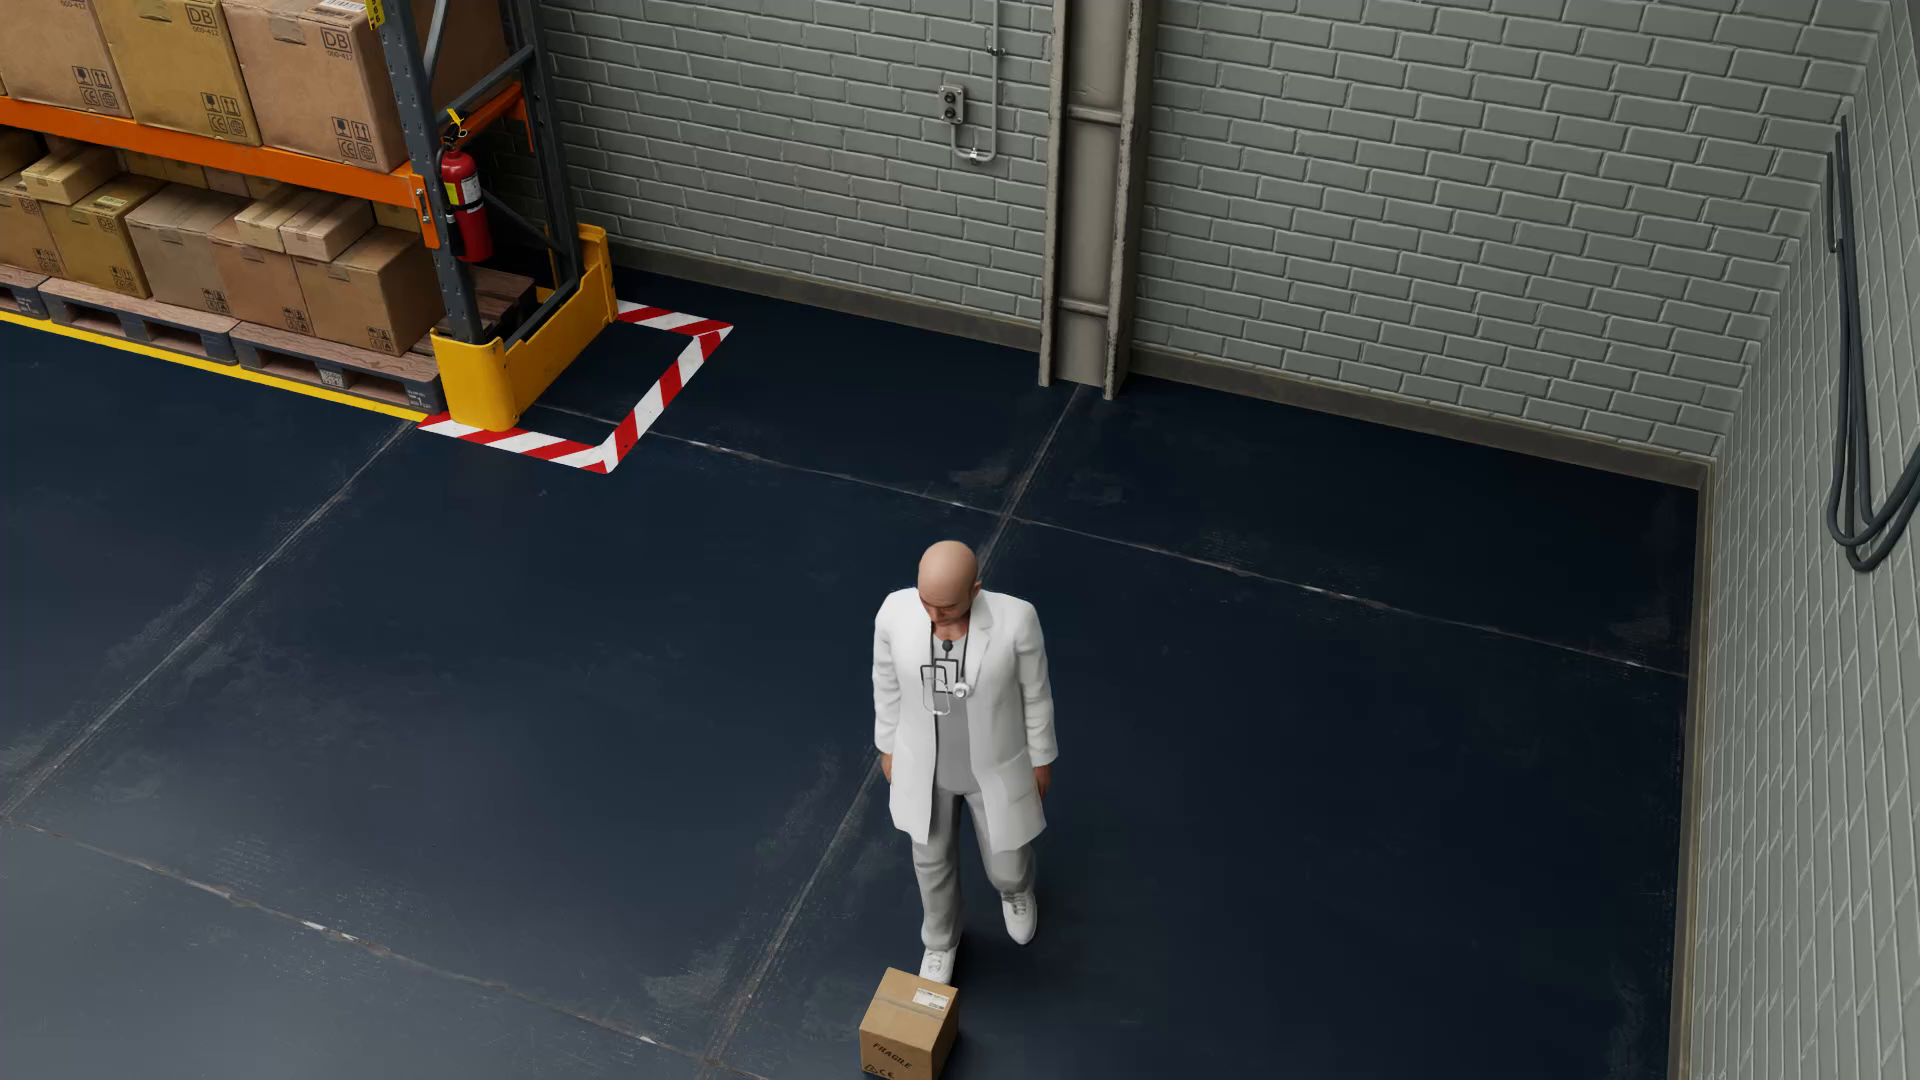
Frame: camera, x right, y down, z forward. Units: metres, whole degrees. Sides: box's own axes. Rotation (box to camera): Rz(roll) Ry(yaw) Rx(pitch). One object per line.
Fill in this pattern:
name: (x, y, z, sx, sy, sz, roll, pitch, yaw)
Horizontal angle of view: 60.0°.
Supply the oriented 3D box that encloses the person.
person: (-0.003, 0.751, 5.301, 0.607, 1.735, 0.634, 8, 42, 9)
